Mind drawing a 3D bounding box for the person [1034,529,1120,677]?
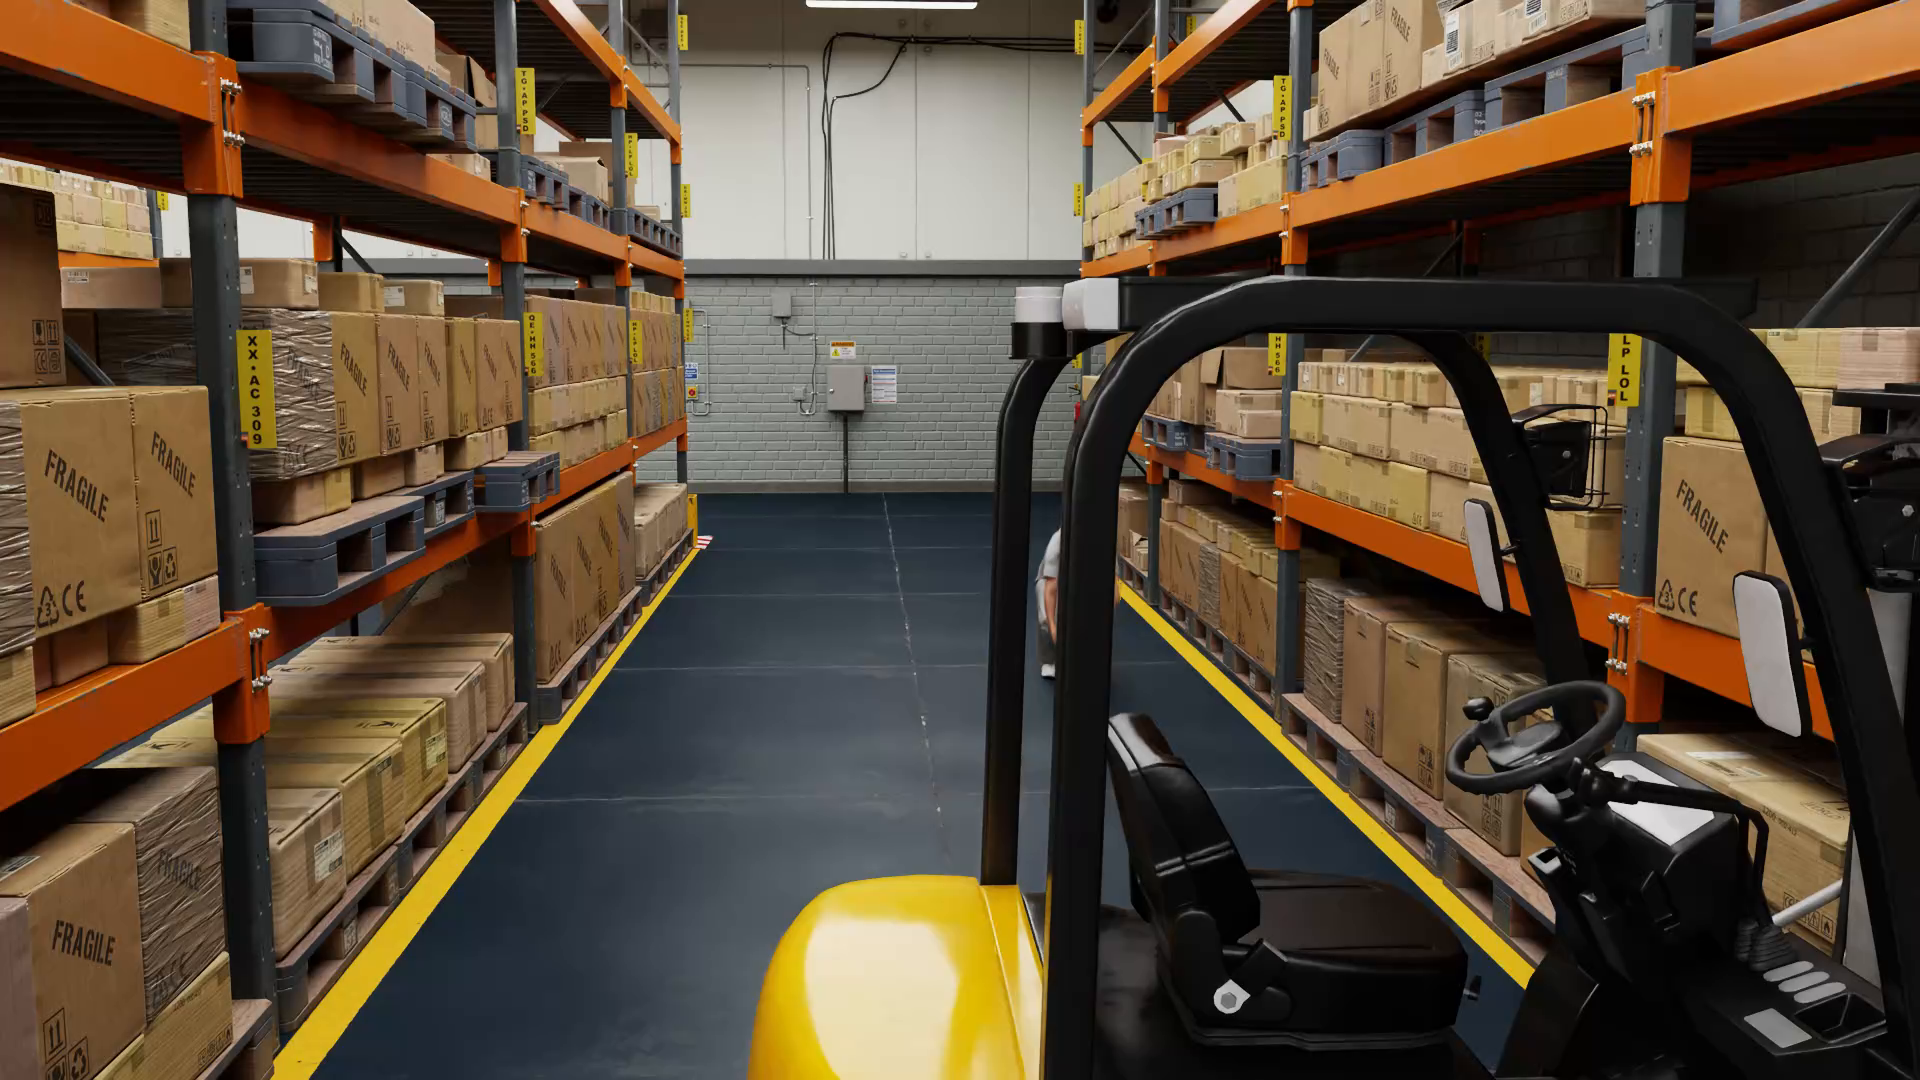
[{"bbox_3d":[0.708,0.328,10.170,0.493,1.048,0.771,-1,7,-5],"label":"person"}]
